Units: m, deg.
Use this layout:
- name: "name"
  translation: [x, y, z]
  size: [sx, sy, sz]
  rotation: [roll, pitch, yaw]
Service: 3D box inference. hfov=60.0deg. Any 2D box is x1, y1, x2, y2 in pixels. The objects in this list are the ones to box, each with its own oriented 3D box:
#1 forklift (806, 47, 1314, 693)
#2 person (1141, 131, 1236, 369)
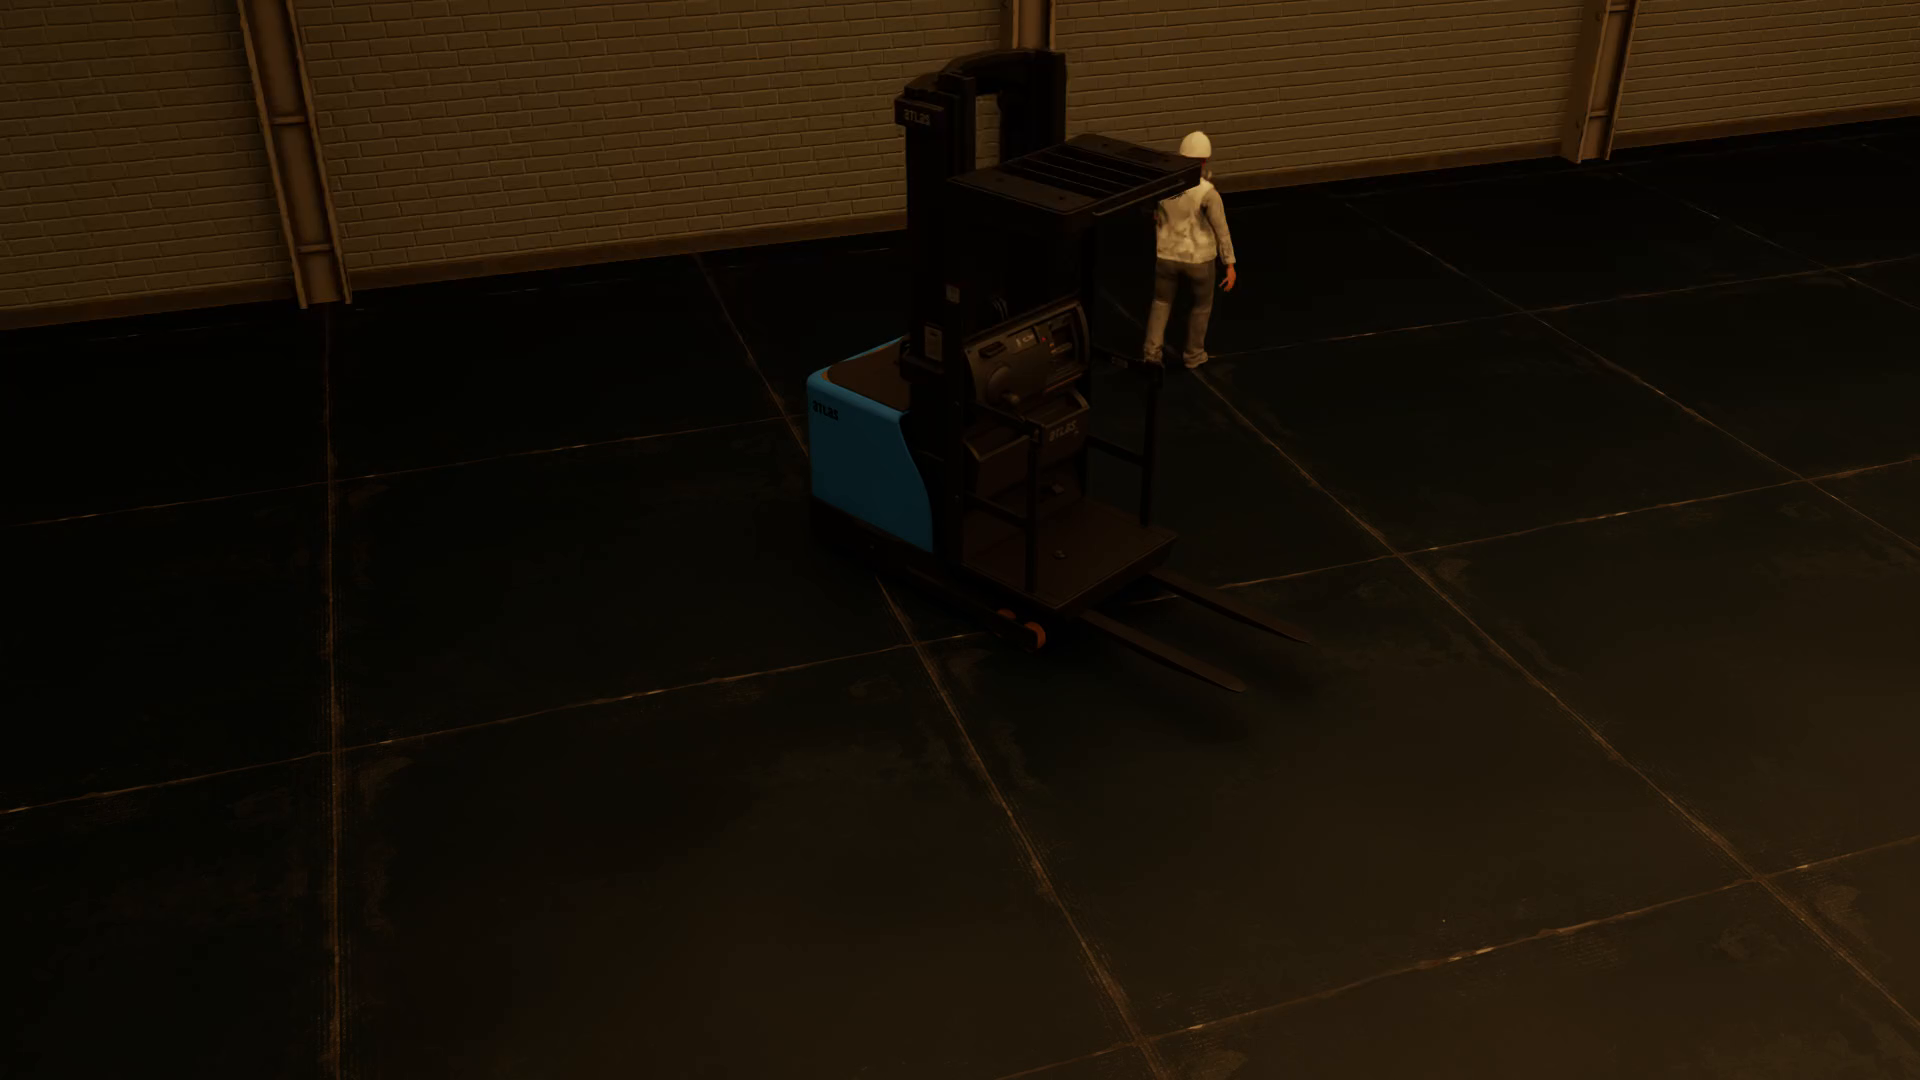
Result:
- name: "forklift"
  translation: [0.521, -0.958, 8.751]
  size: [3.031, 2.935, 1.130]
  rotation: [25, 38, 36]
- name: "person"
  translation: [1.617, -2.022, 11.790]
  size: [0.841, 1.754, 0.669]
  rotation: [15, 33, 24]
